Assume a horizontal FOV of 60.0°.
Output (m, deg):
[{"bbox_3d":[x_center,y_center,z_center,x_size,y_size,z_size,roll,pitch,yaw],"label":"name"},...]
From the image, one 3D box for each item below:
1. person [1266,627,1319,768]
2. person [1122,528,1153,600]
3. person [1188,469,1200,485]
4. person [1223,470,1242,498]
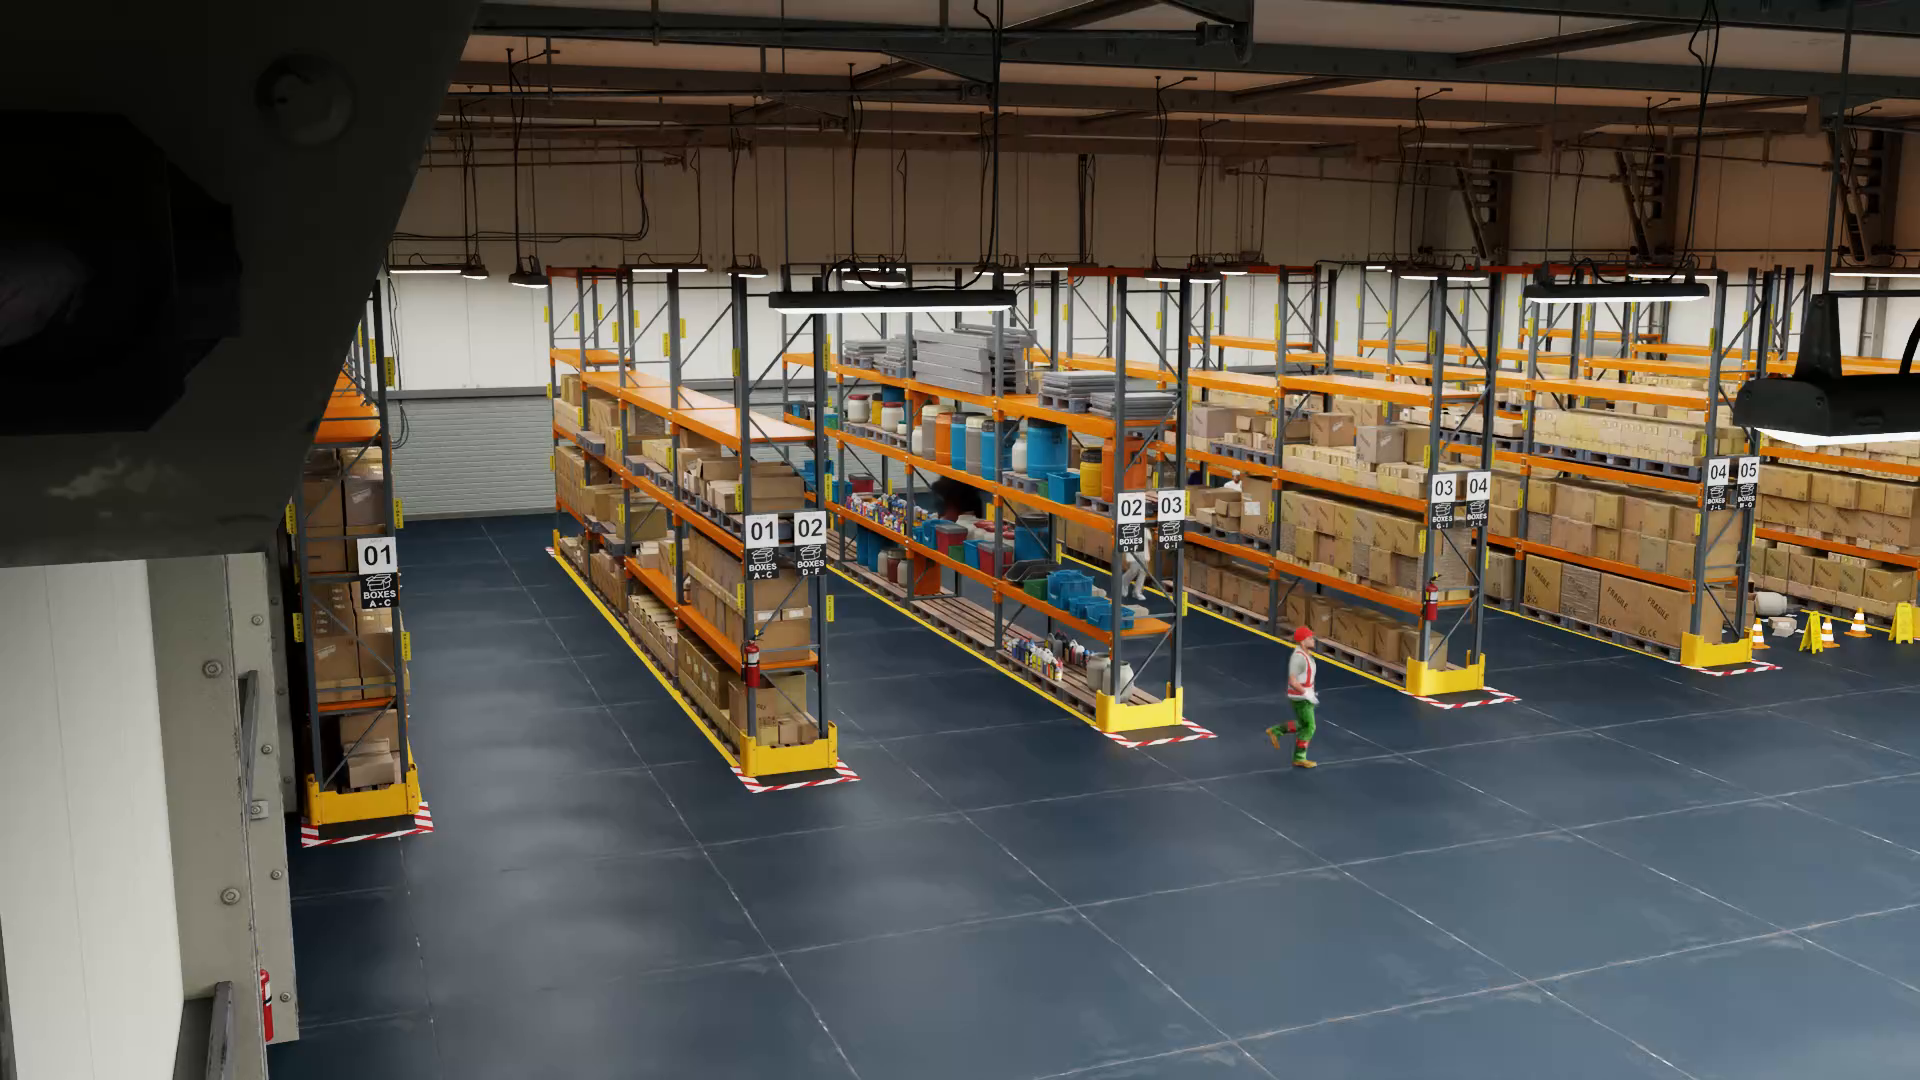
[{"bbox_3d":[4.128,1.924,20.574,0.666,1.760,0.676,3,10,18],"label":"person"},{"bbox_3d":[3.070,0.150,29.053,0.706,1.755,0.684,-5,11,-28],"label":"person"},{"bbox_3d":[5.989,-1.670,41.756,0.598,1.615,0.769,3,10,17],"label":"person"},{"bbox_3d":[5.930,-0.672,35.731,0.591,1.690,0.871,-3,10,-17],"label":"person"}]
